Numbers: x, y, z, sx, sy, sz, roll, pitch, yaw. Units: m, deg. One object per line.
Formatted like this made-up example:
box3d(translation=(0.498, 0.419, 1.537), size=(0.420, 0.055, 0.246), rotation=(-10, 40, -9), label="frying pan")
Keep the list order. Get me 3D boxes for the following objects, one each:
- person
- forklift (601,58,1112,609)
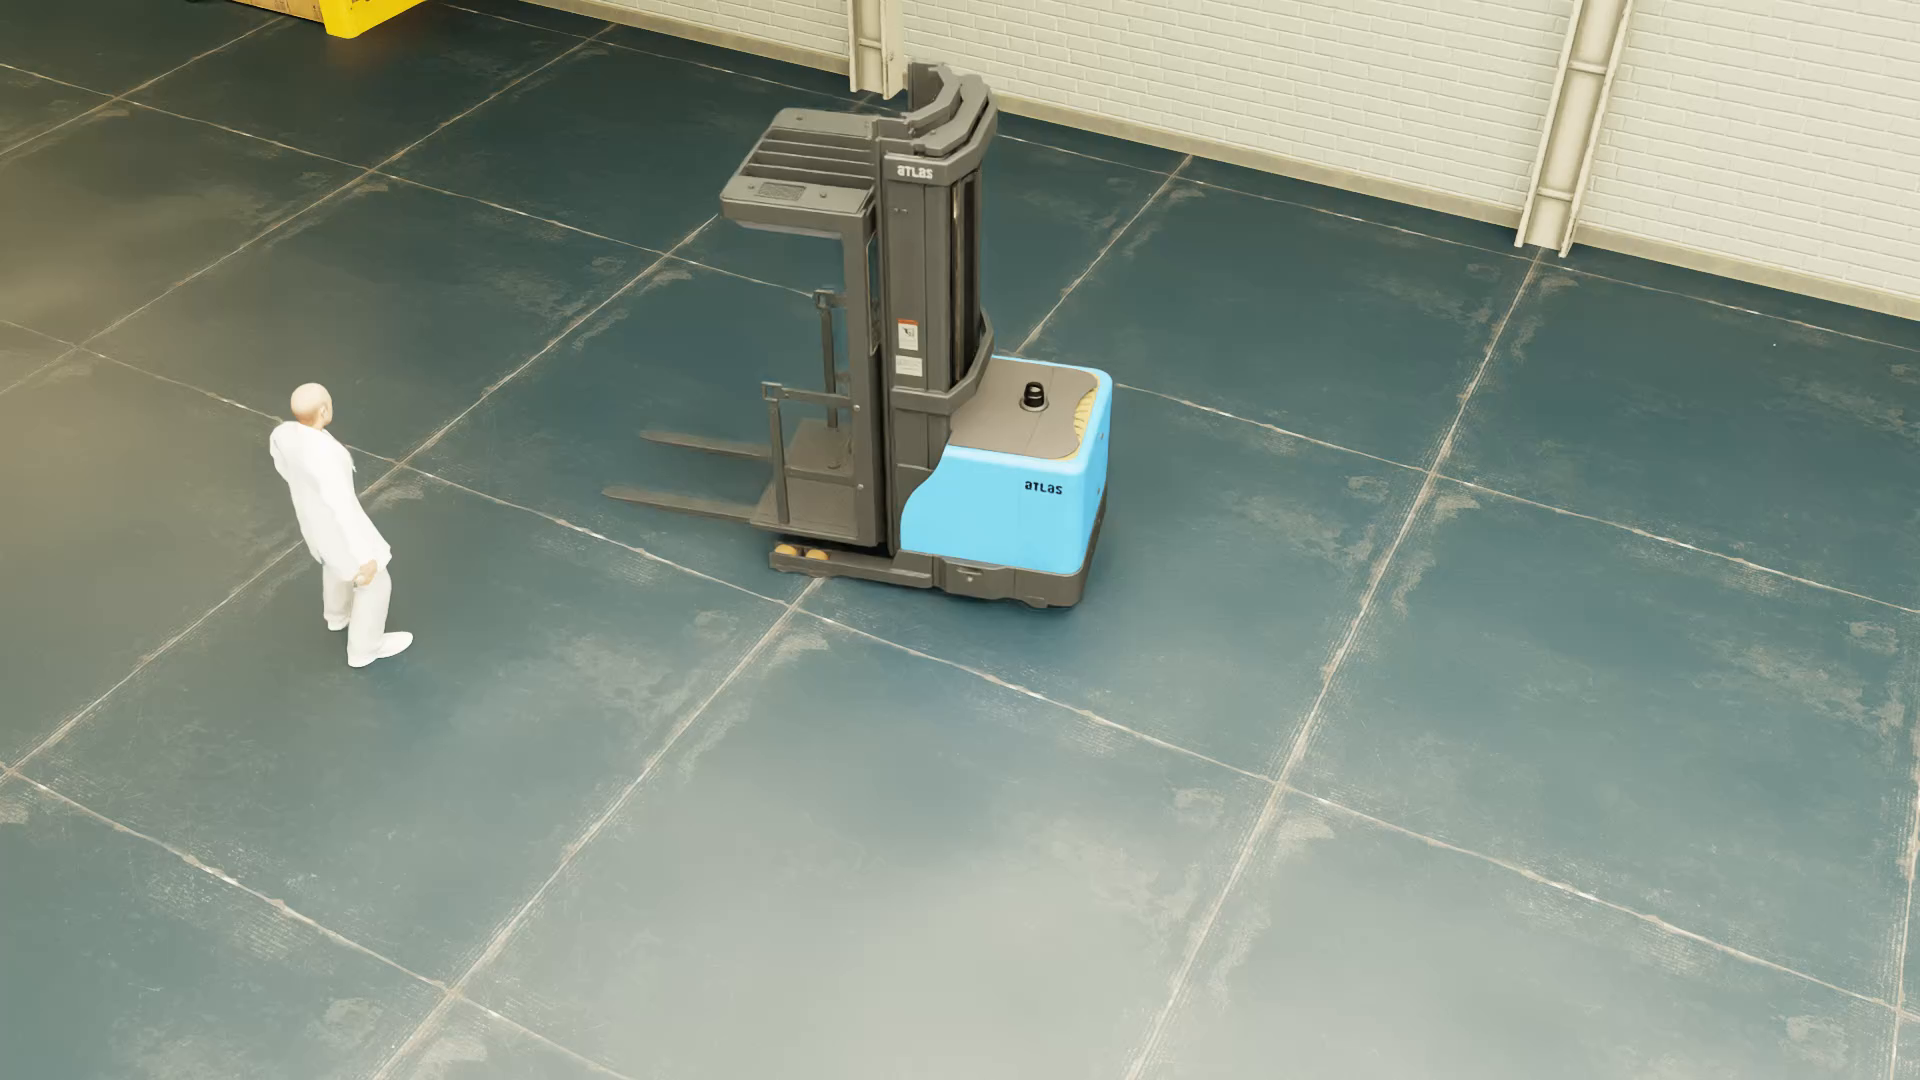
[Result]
box3d(translation=(-3.372, -0.092, 9.015), size=(0.852, 1.751, 0.431), rotation=(30, 49, 31), label="person")
box3d(translation=(-0.666, -1.219, 9.434), size=(3.031, 2.935, 1.130), rotation=(9, 41, 10), label="forklift")
